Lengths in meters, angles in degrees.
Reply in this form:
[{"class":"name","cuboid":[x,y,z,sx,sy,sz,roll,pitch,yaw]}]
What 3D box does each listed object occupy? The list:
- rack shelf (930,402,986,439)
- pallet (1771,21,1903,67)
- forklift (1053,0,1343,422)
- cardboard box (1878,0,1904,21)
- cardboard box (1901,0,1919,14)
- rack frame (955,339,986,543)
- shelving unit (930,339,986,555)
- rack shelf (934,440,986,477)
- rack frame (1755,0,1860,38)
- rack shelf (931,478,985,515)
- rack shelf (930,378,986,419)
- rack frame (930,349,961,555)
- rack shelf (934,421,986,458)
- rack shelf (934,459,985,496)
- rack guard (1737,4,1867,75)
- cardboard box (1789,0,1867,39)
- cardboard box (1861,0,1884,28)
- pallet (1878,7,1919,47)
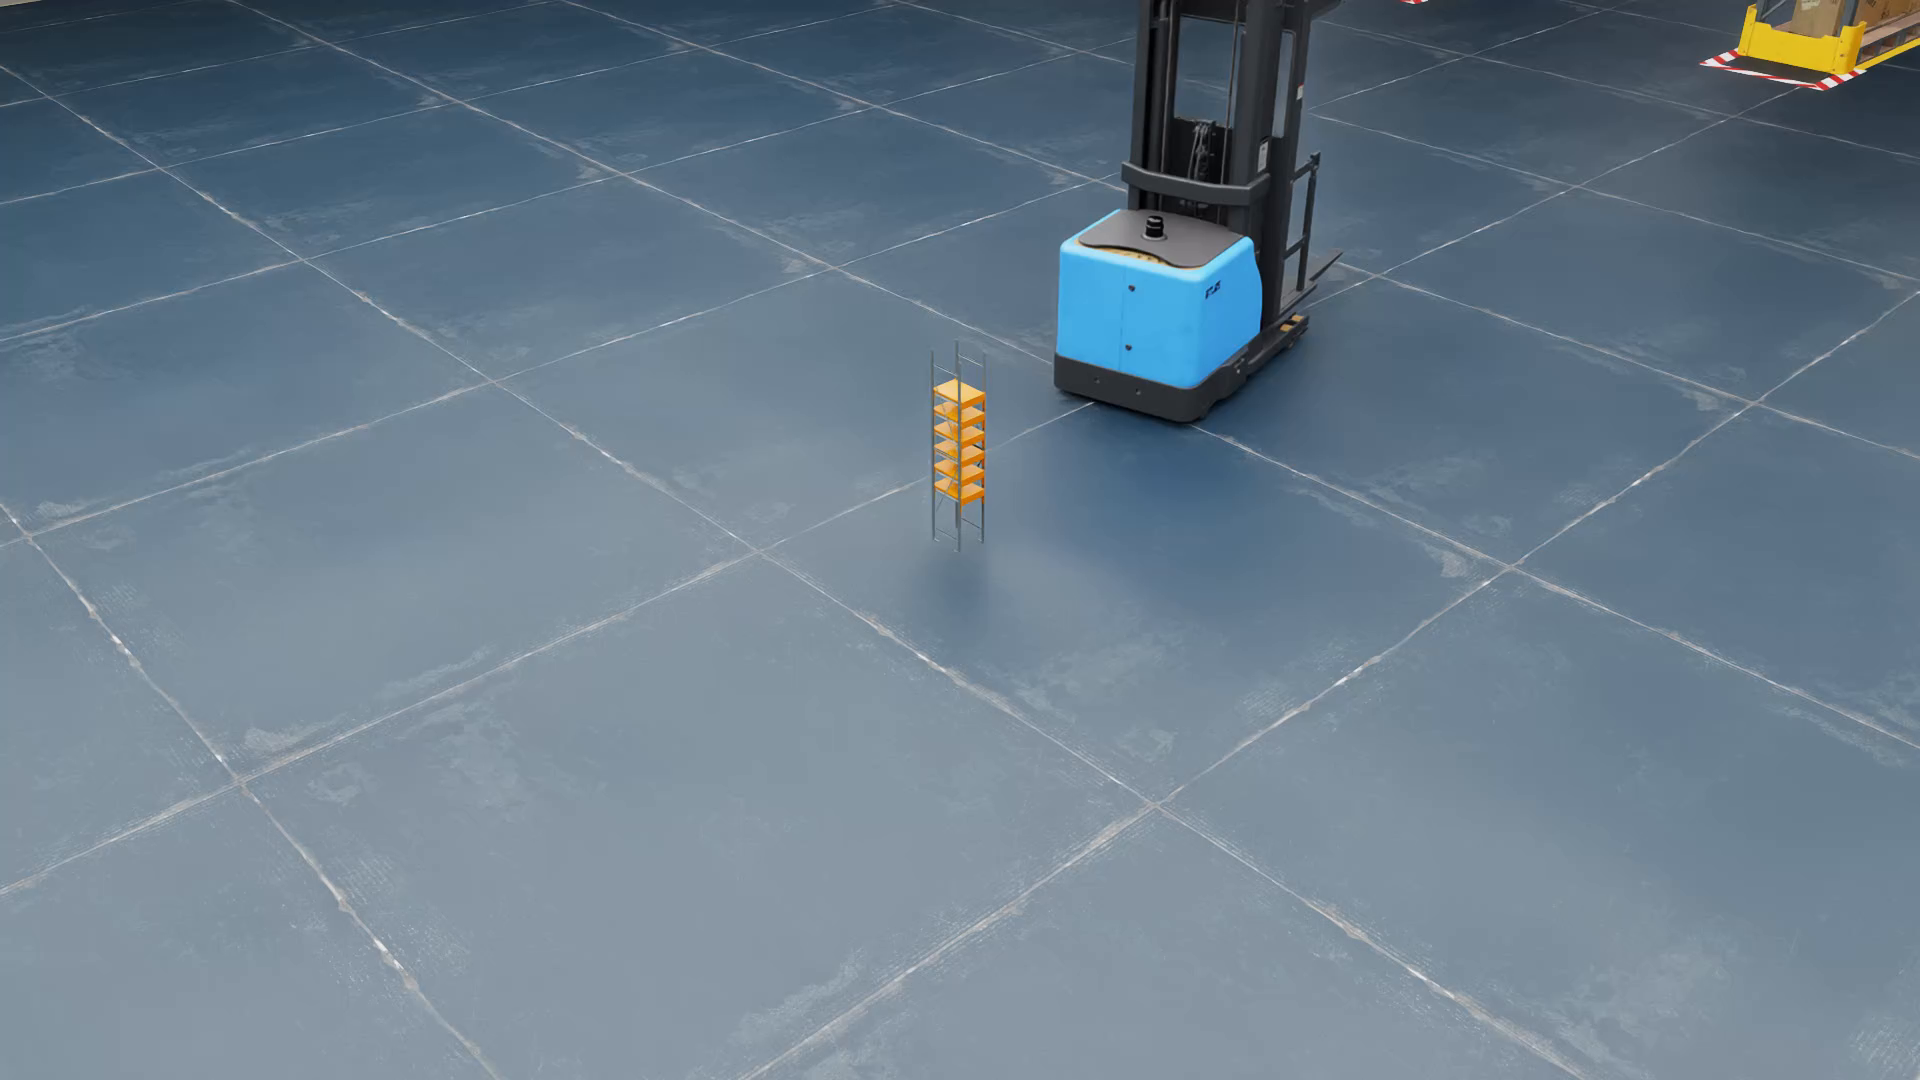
[{"class":"rack shelf","cuboid":[-0.011,-0.674,9.161,0.180,0.103,0.258,-26,40,-35]},{"class":"pallet","cuboid":[9.703,-5.573,18.497,1.213,0.211,1.003,-26,40,-35]},{"class":"forklift","cuboid":[1.851,-2.736,11.250,1.130,2.935,3.031,19,36,28]},{"class":"cardboard box","cuboid":[10.384,-6.229,18.890,0.500,0.500,0.500,-22,38,-31]},{"class":"cardboard box","cuboid":[10.823,-6.410,19.185,0.500,0.500,0.500,25,39,35]},{"class":"rack frame","cuboid":[0.056,-0.539,9.316,0.006,1.200,0.240,-26,40,-35]},{"class":"shelving unit","cuboid":[-0.011,-0.507,9.263,0.189,1.200,0.258,-26,40,-35]},{"class":"rack shelf","cuboid":[-0.011,-0.469,9.286,0.180,0.103,0.258,-26,40,-35]},{"class":"rack frame","cuboid":[9.028,-6.461,17.276,0.127,3.000,1.000,-26,40,-35]},{"class":"rack shelf","cuboid":[-0.011,-0.264,9.411,0.180,0.103,0.258,-26,40,-35]},{"class":"rack shelf","cuboid":[-0.011,-0.776,9.098,0.180,0.103,0.258,-26,40,-35]},{"class":"rack frame","cuboid":[-0.078,-0.474,9.210,0.006,1.200,0.240,-26,40,-35]},{"class":"rack shelf","cuboid":[-0.011,-0.571,9.224,0.180,0.103,0.258,-26,40,-35]},{"class":"rack shelf","cuboid":[-0.011,-0.366,9.349,0.180,0.103,0.258,-26,40,-35]},{"class":"rack guard","cuboid":[9.083,-5.422,17.972,0.348,0.500,1.175,-26,40,-35]},{"class":"cardboard box","cuboid":[9.497,-5.789,18.170,0.500,0.500,0.500,-18,36,-27]},{"class":"cardboard box","cuboid":[9.912,-6.014,18.538,0.500,0.500,0.500,-15,35,-23]},{"class":"pallet","cuboid":[10.597,-6.004,19.201,1.213,0.211,1.003,-26,40,-35]}]
